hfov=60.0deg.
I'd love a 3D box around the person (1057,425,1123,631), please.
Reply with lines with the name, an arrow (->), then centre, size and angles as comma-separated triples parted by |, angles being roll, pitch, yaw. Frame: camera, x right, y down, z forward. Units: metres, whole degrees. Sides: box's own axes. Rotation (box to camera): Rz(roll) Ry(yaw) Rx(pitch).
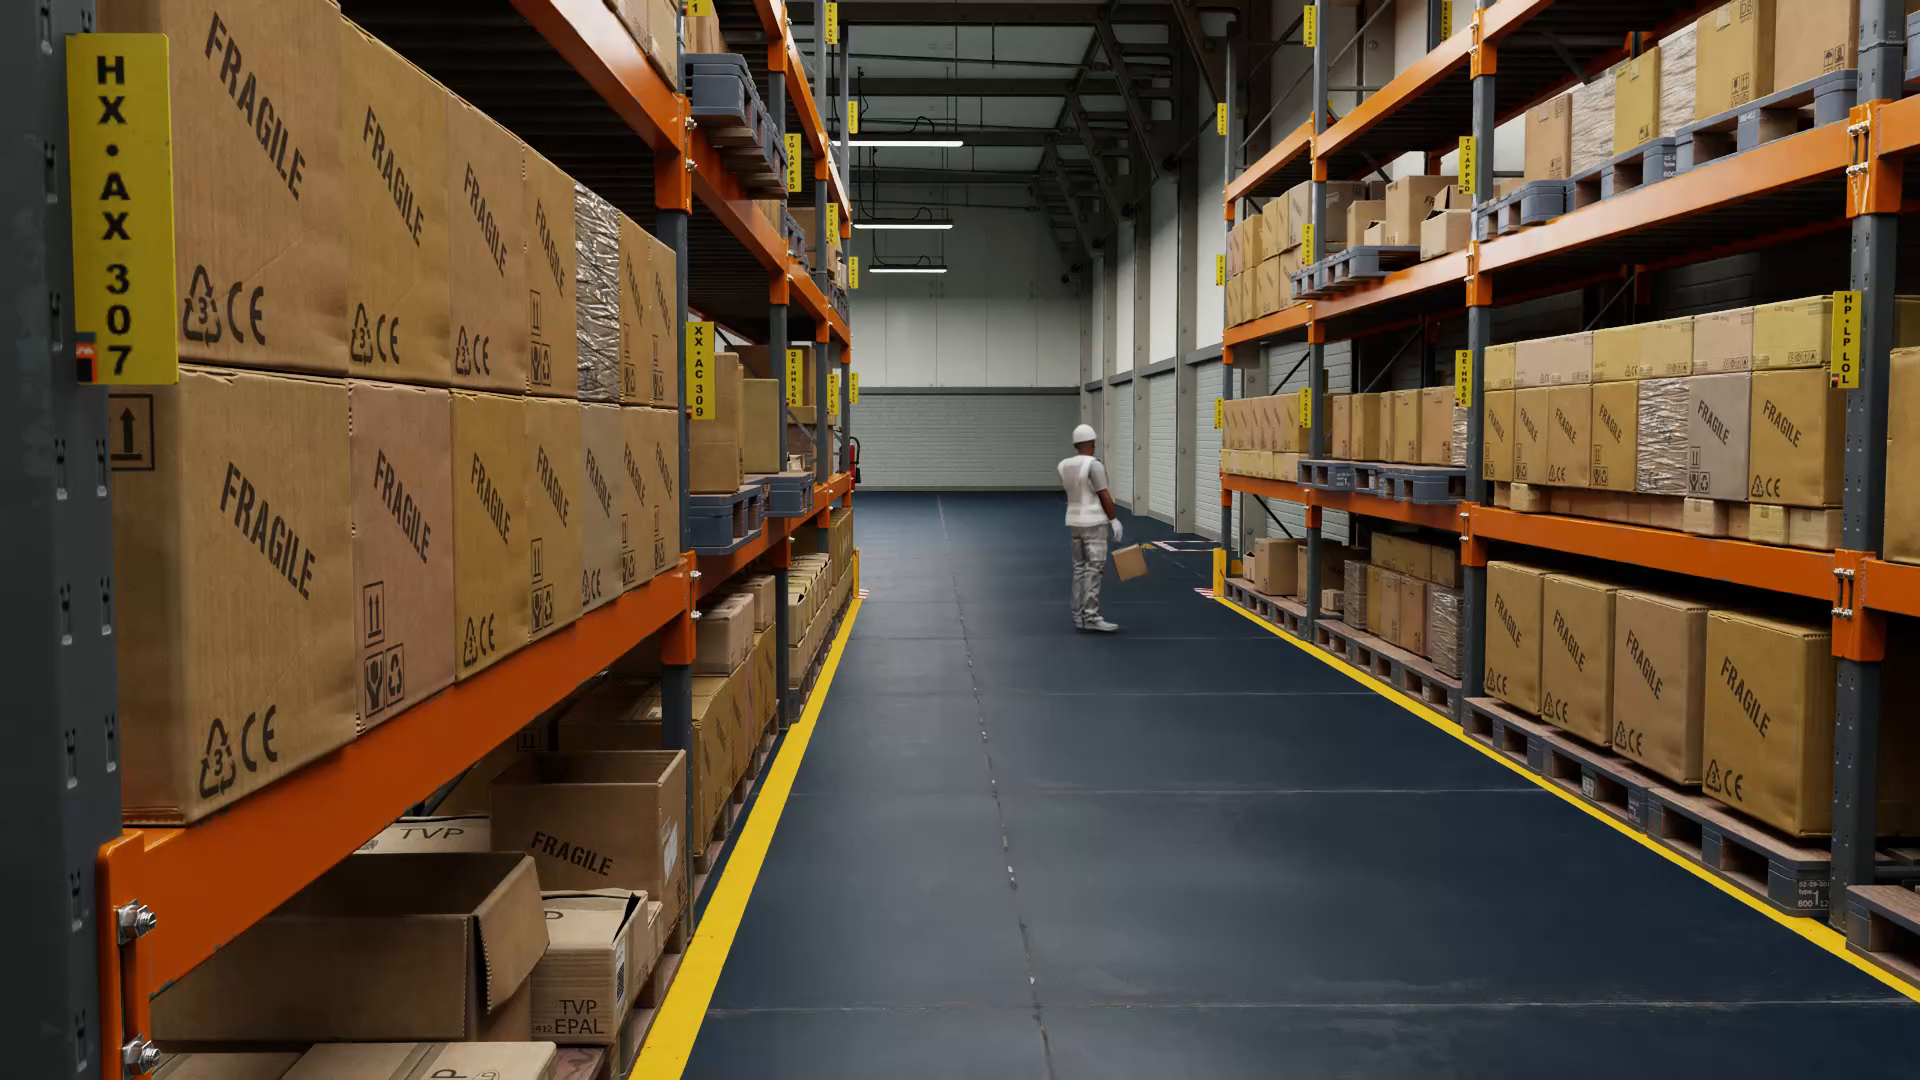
person -> 1.164, -0.115, 14.600 | 0.421, 1.782, 0.625 | -2, 4, -31
